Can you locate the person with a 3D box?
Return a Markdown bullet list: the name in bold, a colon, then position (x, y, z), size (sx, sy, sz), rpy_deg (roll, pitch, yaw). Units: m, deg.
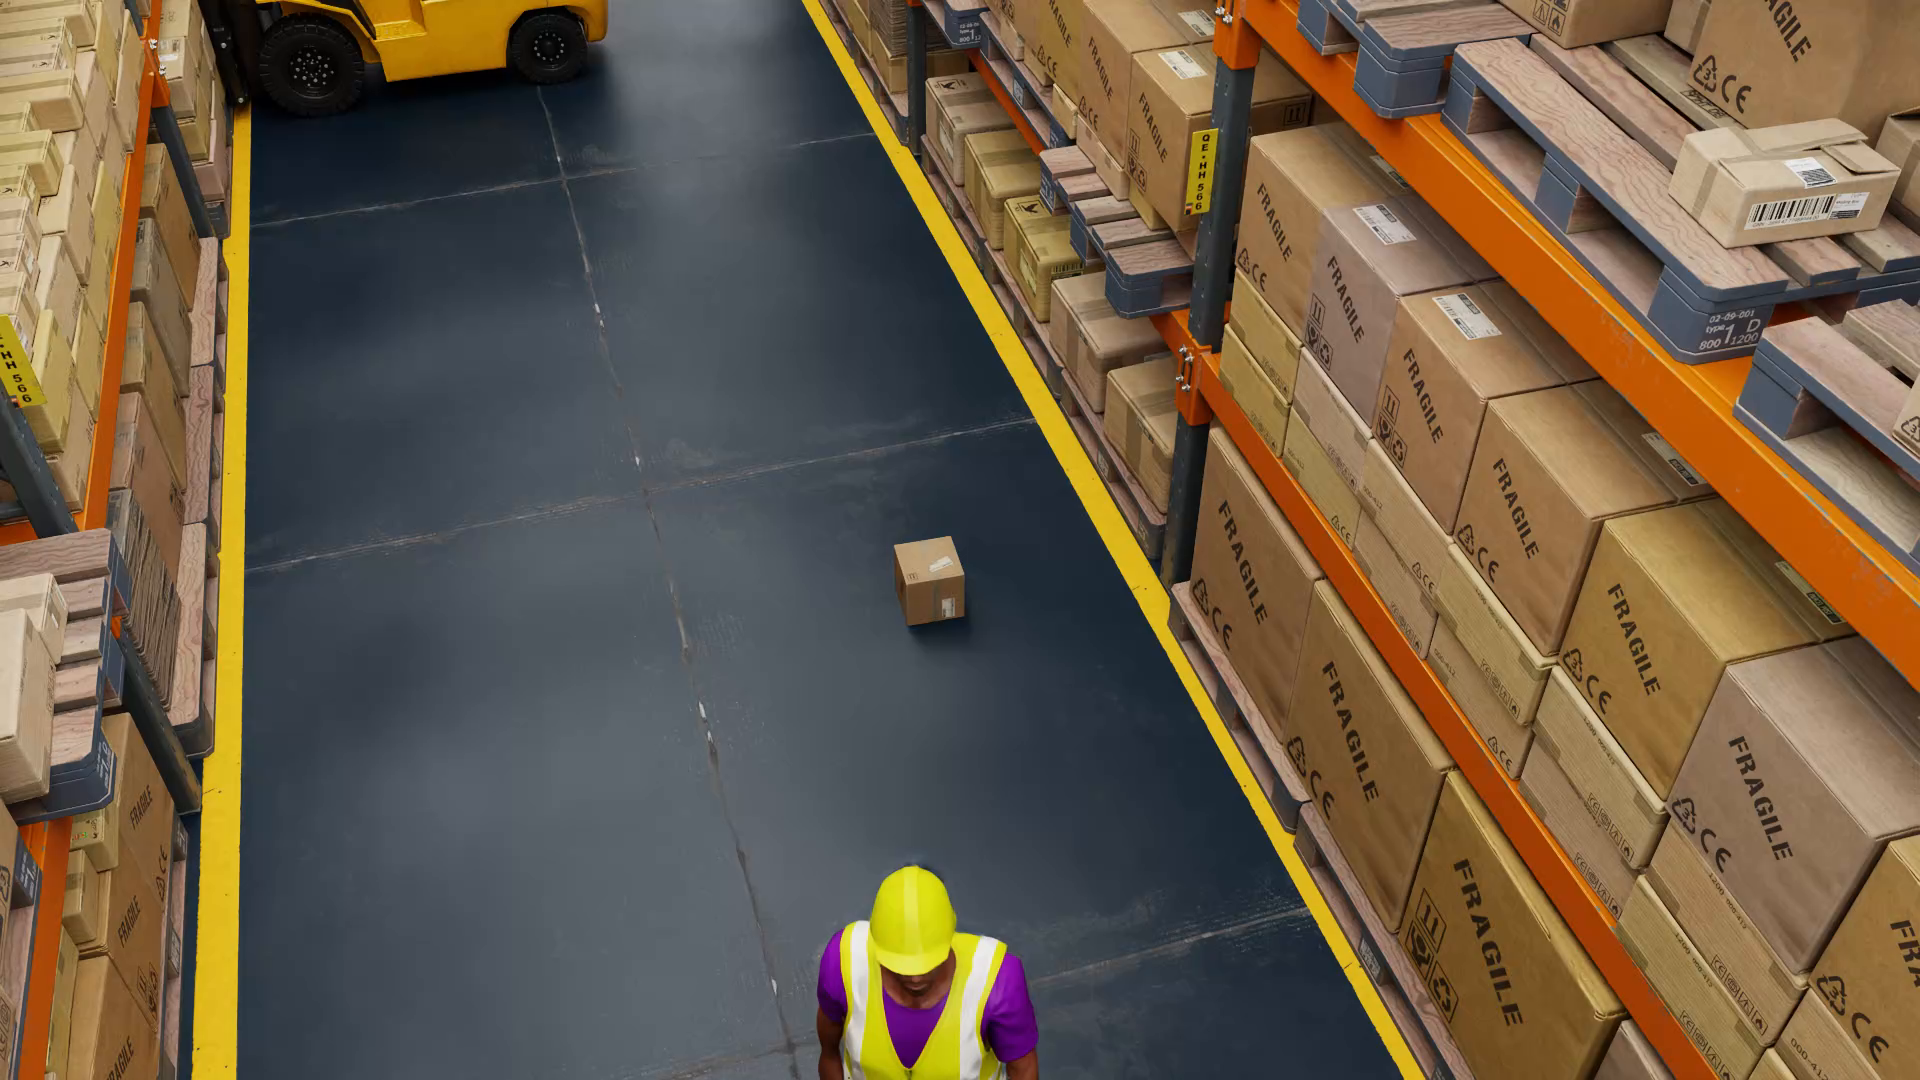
- **person**: position (-0.101, 1.551, 4.398), size (0.612, 1.726, 0.942), rpy_deg (2, 42, 2)
